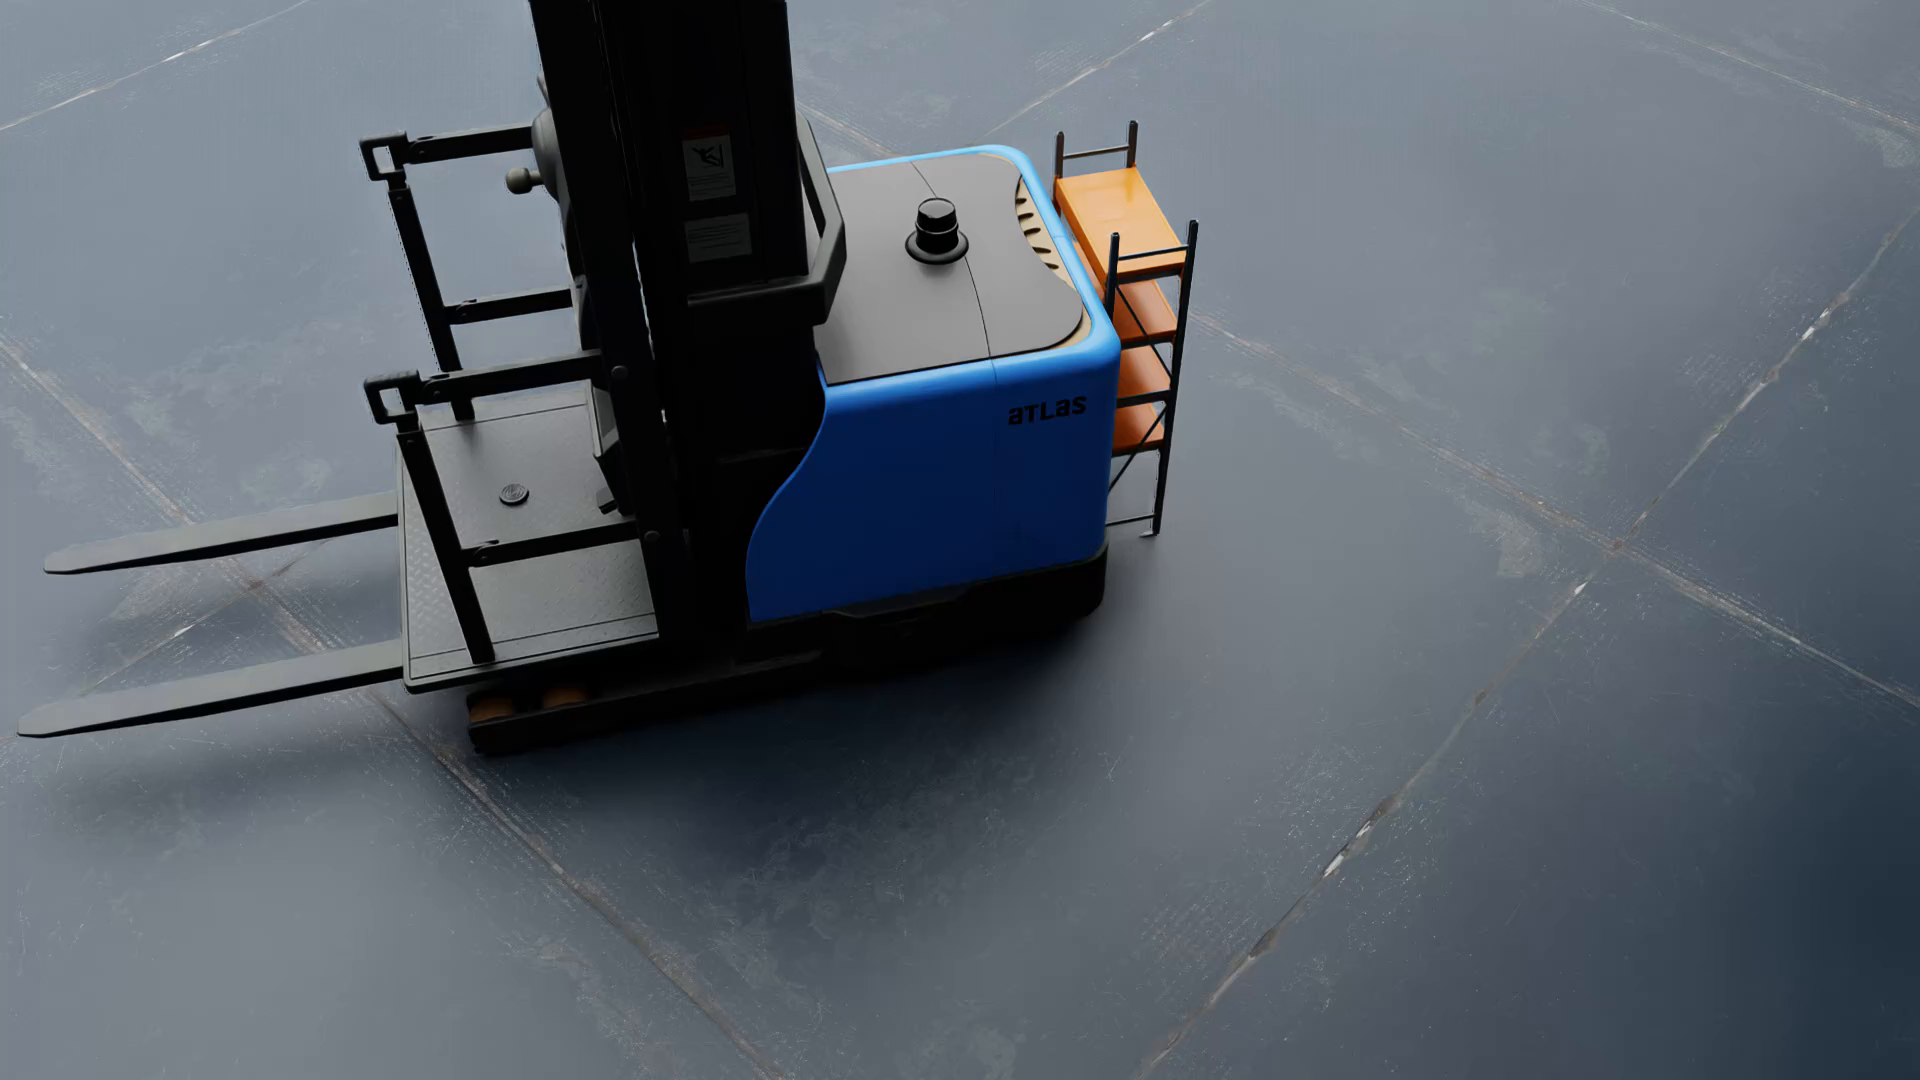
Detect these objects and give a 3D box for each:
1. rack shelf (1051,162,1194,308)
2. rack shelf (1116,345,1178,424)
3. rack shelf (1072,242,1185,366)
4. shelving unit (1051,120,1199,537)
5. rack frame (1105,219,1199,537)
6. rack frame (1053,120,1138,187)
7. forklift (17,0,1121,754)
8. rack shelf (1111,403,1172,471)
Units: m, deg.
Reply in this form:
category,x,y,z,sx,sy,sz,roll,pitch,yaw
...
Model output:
category,x,y,z,sx,sy,sz,roll,pitch,yaw
rack shelf,0.451,-0.853,4.689,0.258,0.148,0.480,-11,48,-10
rack shelf,0.451,-0.538,5.024,0.258,0.148,0.480,-11,48,-10
rack shelf,0.451,-0.691,4.861,0.258,0.148,0.480,-11,48,-10
shelving unit,0.451,-0.584,4.975,0.258,1.200,0.503,-11,48,-10
rack frame,0.514,-0.412,4.814,0.240,1.200,0.015,-11,48,-10
rack frame,0.388,-0.756,5.137,0.240,1.200,0.015,-11,48,-10
forklift,-1.143,-0.838,4.026,3.031,2.935,1.130,-11,48,-10
rack shelf,0.451,-0.402,5.169,0.258,0.148,0.480,-11,48,-10
